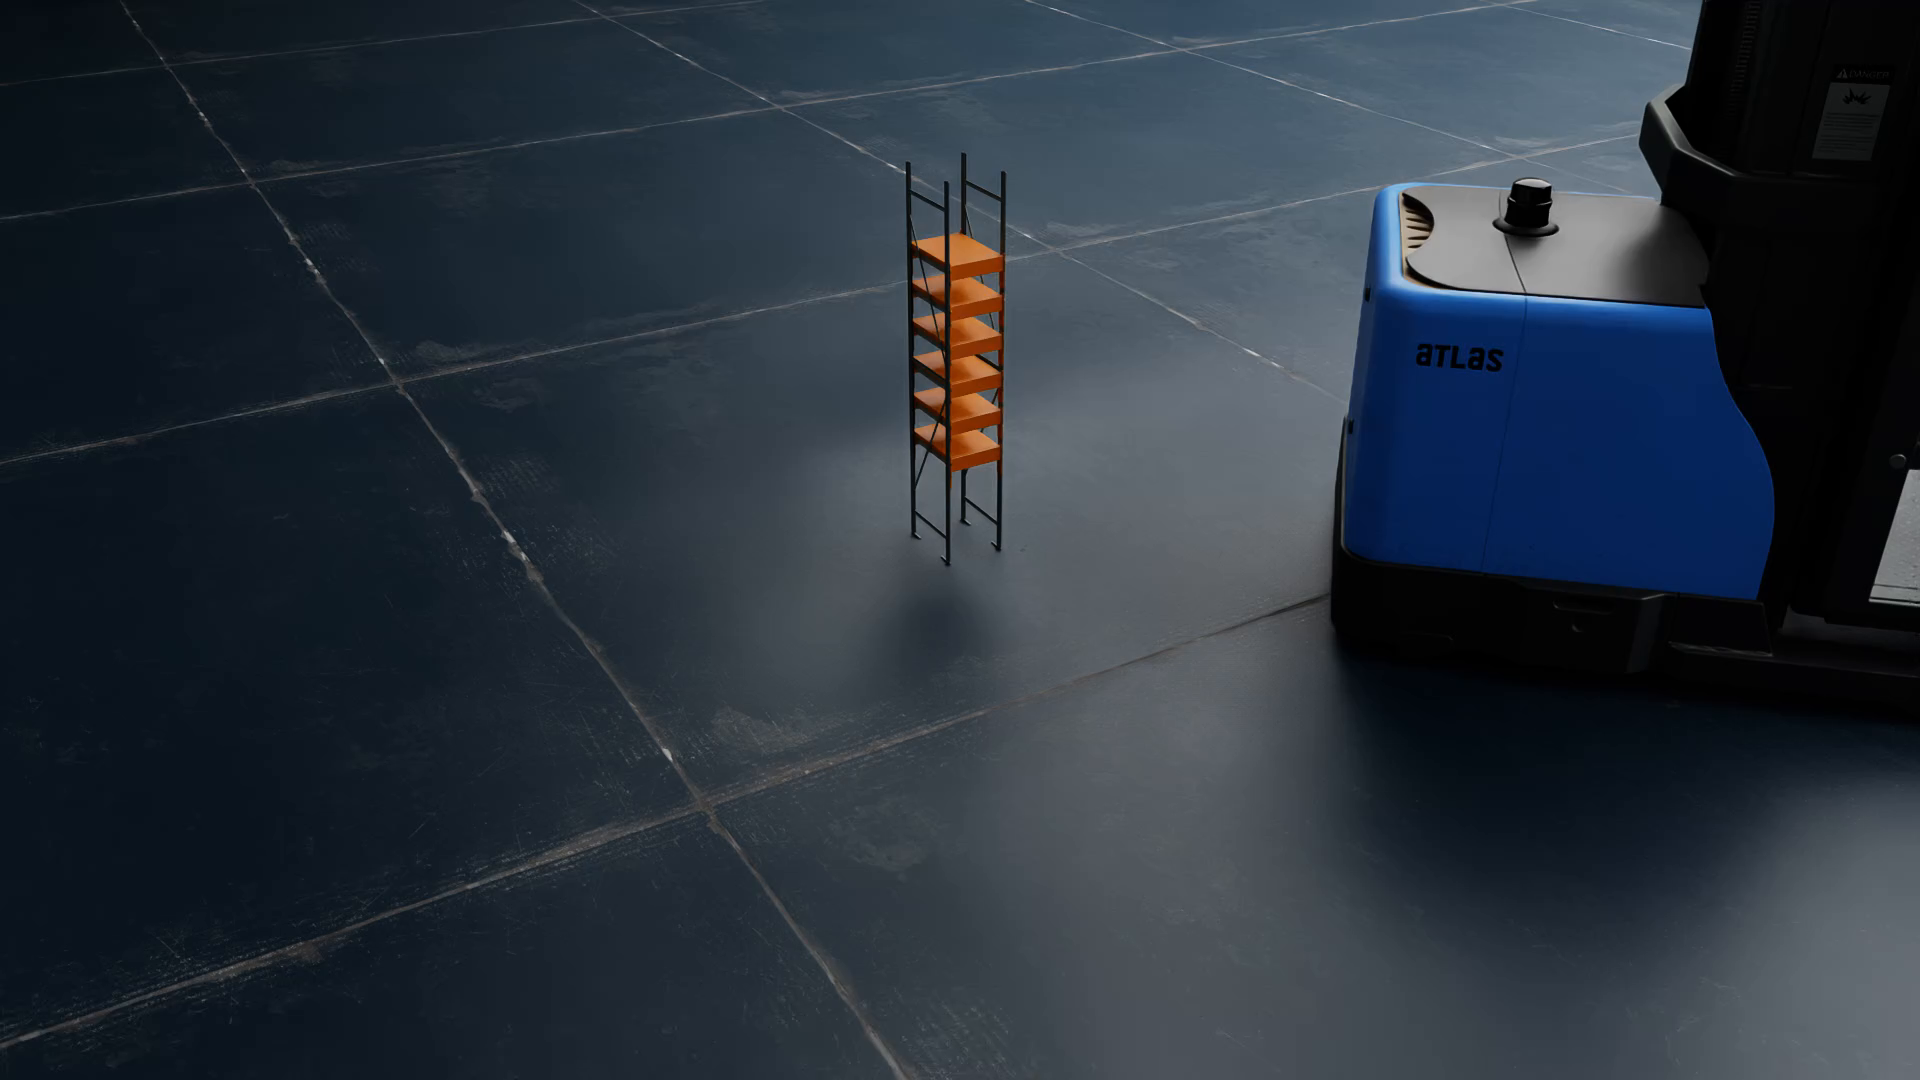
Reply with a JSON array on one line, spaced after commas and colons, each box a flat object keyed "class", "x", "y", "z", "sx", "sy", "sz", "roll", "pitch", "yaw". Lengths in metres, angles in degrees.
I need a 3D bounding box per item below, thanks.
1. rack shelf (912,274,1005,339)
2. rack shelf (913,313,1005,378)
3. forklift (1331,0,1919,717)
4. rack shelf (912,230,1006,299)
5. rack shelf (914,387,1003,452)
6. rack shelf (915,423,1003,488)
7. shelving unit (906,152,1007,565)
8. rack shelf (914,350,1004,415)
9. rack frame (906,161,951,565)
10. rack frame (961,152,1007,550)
[{"class": "rack shelf", "x": -0.012, "y": -0.693, "z": 4.859, "sx": 0.180, "sy": 0.103, "sz": 0.258, "roll": -16, "pitch": 33, "yaw": -26}, {"class": "rack shelf", "x": -0.012, "y": -0.588, "z": 4.917, "sx": 0.180, "sy": 0.103, "sz": 0.258, "roll": -16, "pitch": 33, "yaw": -26}, {"class": "forklift", "x": 2.619, "y": -1.048, "z": 4.116, "sx": 3.031, "sy": 2.935, "sz": 1.130, "roll": 6, "pitch": 29, "yaw": 11}, {"class": "rack shelf", "x": -0.012, "y": -0.798, "z": 4.801, "sx": 0.180, "sy": 0.103, "sz": 0.258, "roll": -16, "pitch": 33, "yaw": -26}, {"class": "rack shelf", "x": -0.012, "y": -0.378, "z": 5.033, "sx": 0.180, "sy": 0.103, "sz": 0.258, "roll": -16, "pitch": 33, "yaw": -26}, {"class": "rack shelf", "x": -0.012, "y": -0.273, "z": 5.091, "sx": 0.180, "sy": 0.103, "sz": 0.258, "roll": -16, "pitch": 33, "yaw": -26}, {"class": "shelving unit", "x": -0.012, "y": -0.522, "z": 4.954, "sx": 0.189, "sy": 1.200, "sz": 0.258, "roll": -16, "pitch": 33, "yaw": -26}, {"class": "rack shelf", "x": -0.012, "y": -0.483, "z": 4.975, "sx": 0.180, "sy": 0.103, "sz": 0.258, "roll": -16, "pitch": 33, "yaw": -26}, {"class": "rack frame", "x": -0.091, "y": -0.499, "z": 4.913, "sx": 0.006, "sy": 1.200, "sz": 0.240, "roll": -16, "pitch": 33, "yaw": -26}, {"class": "rack frame", "x": 0.066, "y": -0.544, "z": 4.994, "sx": 0.006, "sy": 1.200, "sz": 0.240, "roll": -16, "pitch": 33, "yaw": -26}]
